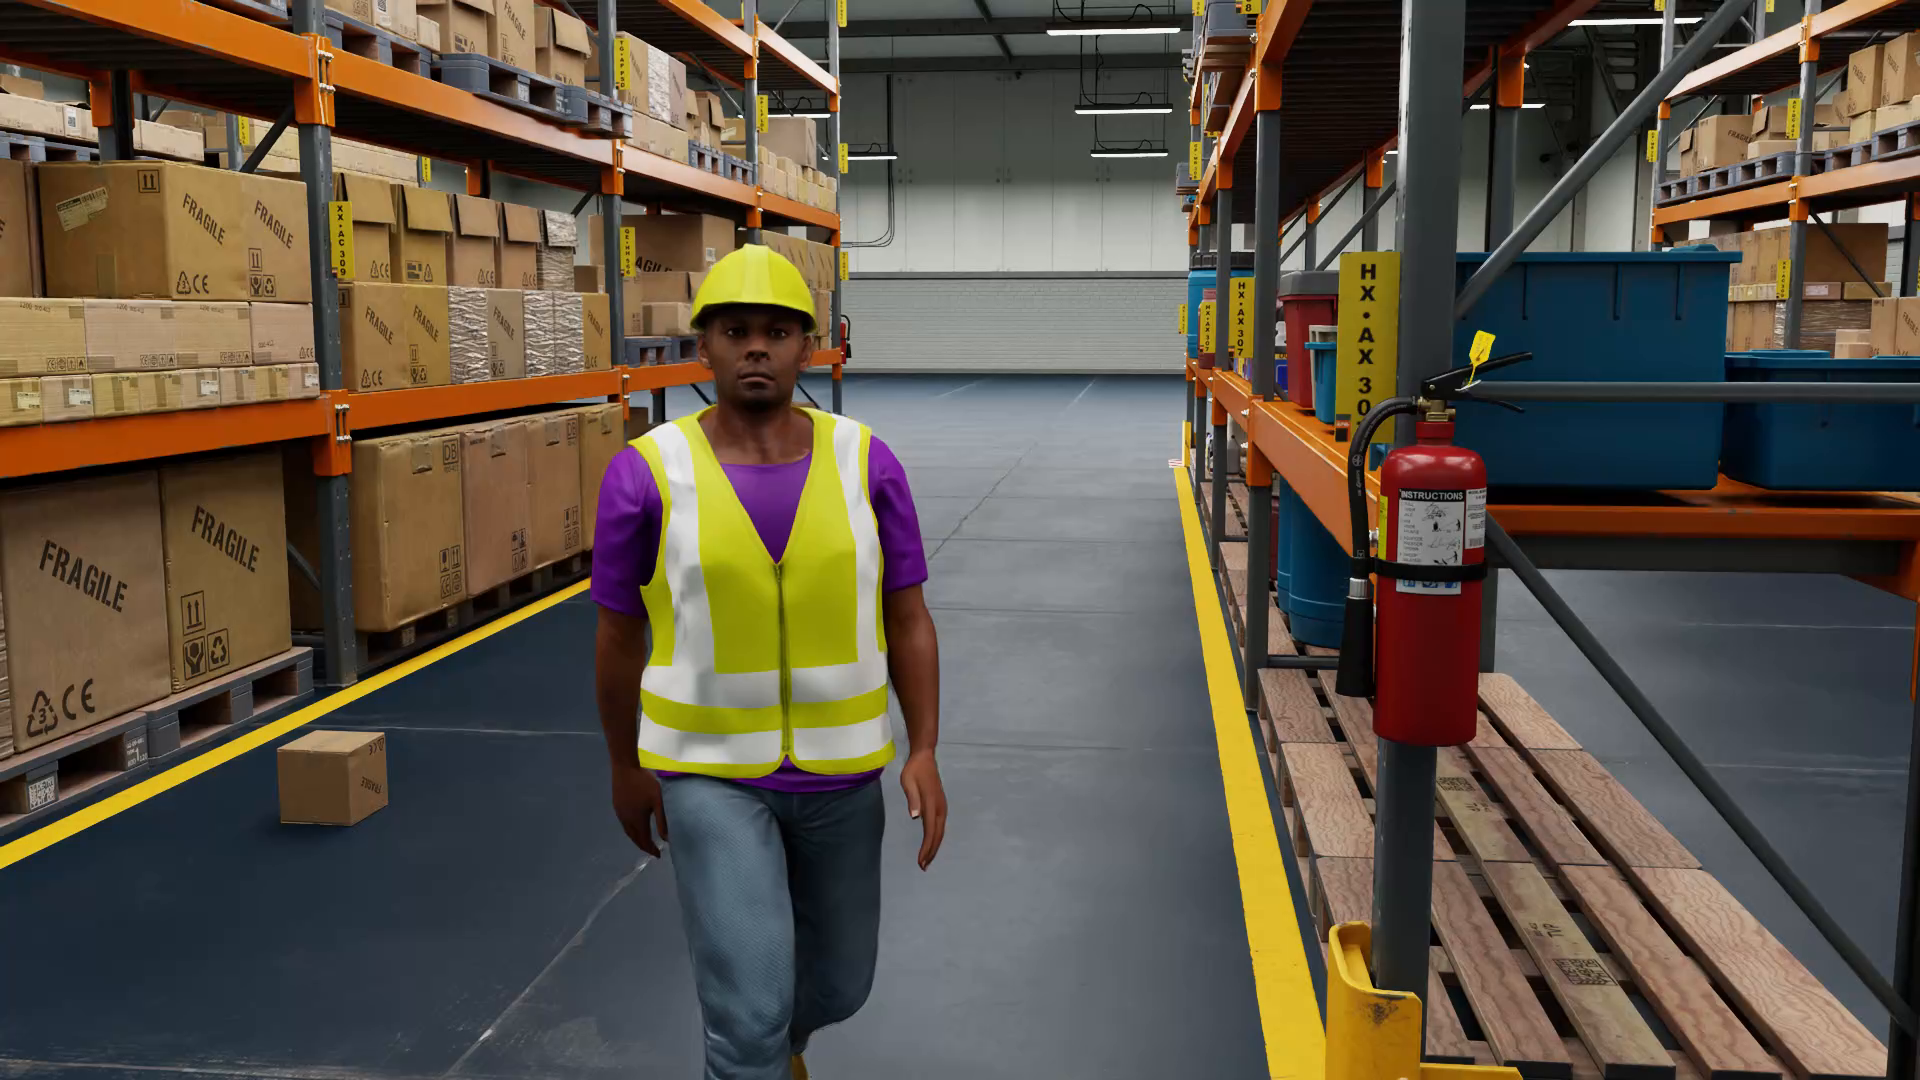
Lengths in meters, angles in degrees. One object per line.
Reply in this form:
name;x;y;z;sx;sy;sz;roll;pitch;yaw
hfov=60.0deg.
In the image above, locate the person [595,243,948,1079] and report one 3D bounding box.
person;-0.345;0.336;2.901;0.559;1.675;0.744;-3;8;-20
